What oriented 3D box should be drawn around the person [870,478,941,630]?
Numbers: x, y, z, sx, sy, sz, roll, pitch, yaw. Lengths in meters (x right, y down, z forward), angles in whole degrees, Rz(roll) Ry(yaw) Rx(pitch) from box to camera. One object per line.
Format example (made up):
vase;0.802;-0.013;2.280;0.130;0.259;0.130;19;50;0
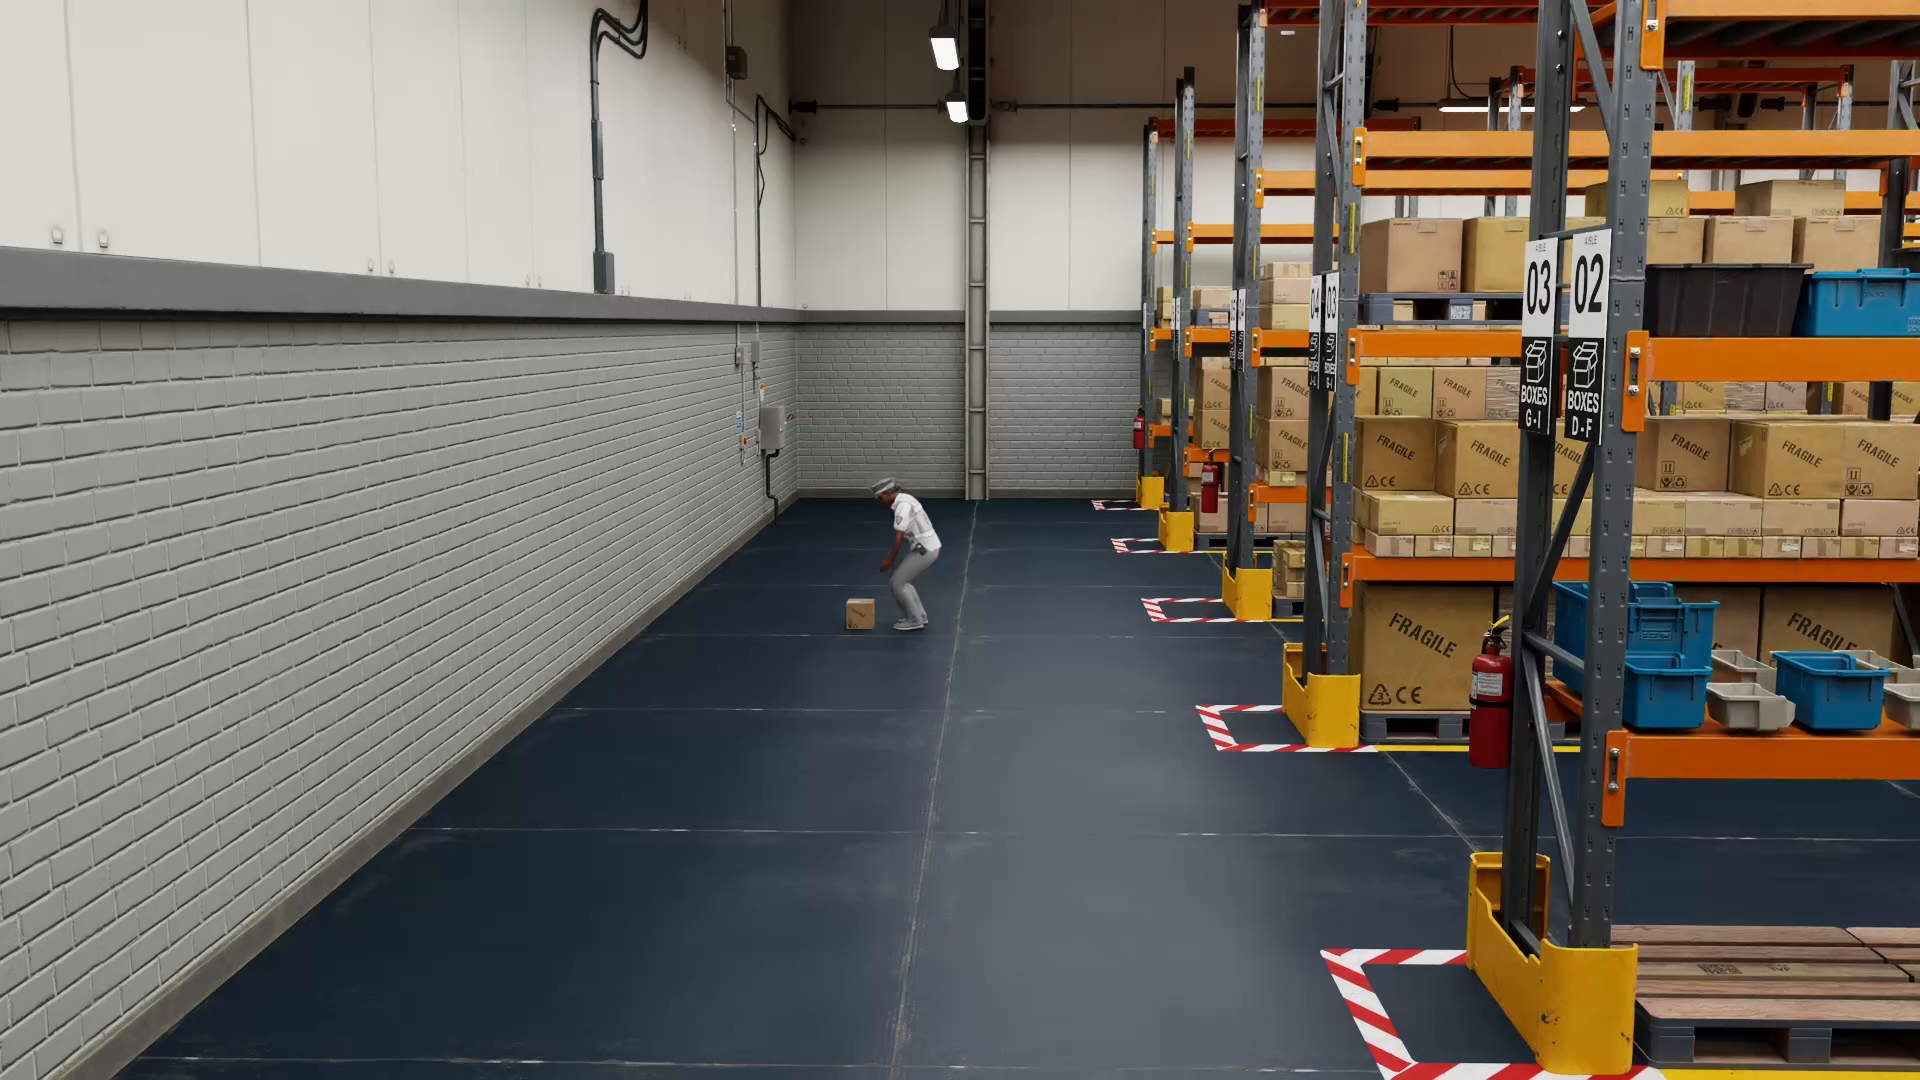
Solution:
person;-0.513;0.126;15.715;0.670;1.440;0.494;0;7;2
